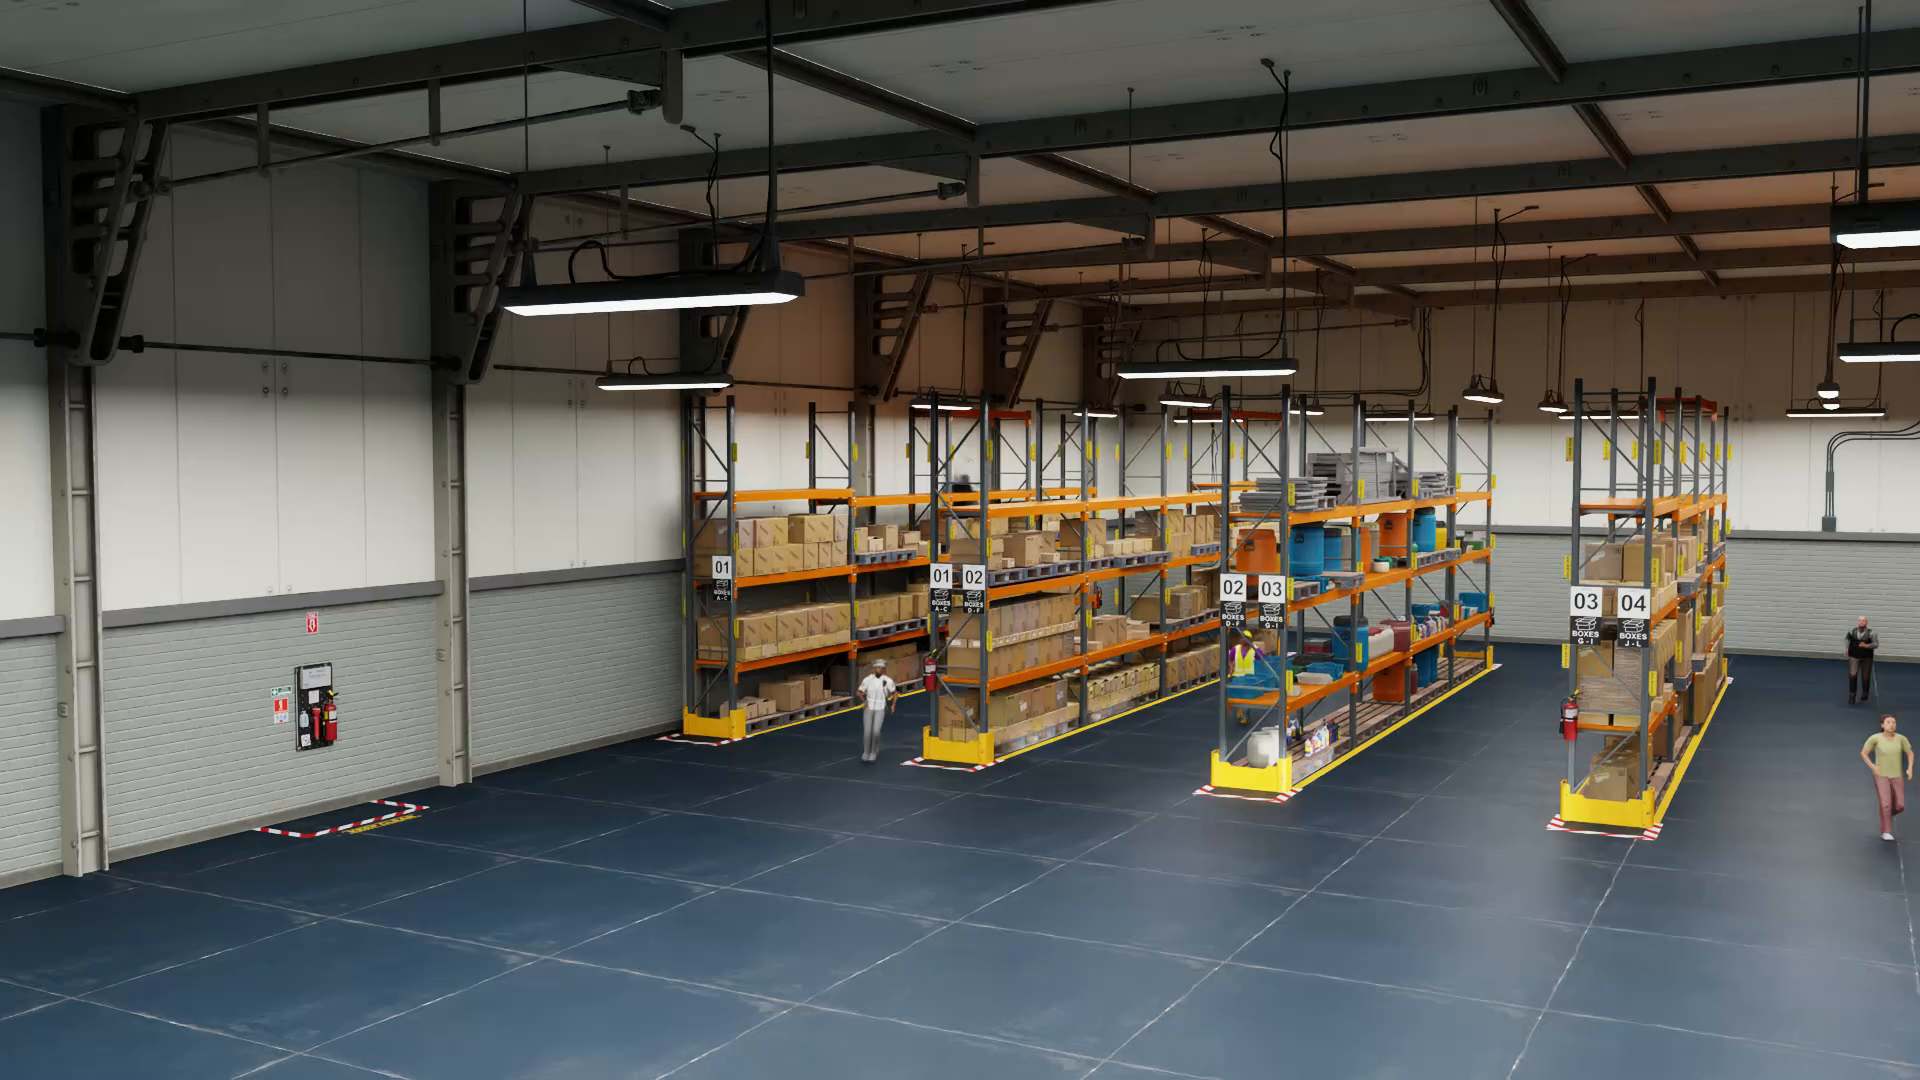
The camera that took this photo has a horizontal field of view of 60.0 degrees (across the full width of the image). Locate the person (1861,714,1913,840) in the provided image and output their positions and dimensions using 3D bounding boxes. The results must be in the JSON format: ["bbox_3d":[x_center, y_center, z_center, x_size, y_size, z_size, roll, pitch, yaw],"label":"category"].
[{"bbox_3d":[12.018,3.050,21.573,0.624,1.624,0.595,1,3,12],"label":"person"}]

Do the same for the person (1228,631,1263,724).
[{"bbox_3d":[5.234,2.525,30.586,0.676,1.720,0.571,1,3,20],"label":"person"}]

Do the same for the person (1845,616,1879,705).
[{"bbox_3d":[17.919,2.395,33.072,0.624,1.767,0.759,2,4,33],"label":"person"}]

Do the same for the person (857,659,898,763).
[{"bbox_3d":[-1.344,2.762,26.888,0.648,1.681,0.592,0,3,1],"label":"person"}]
